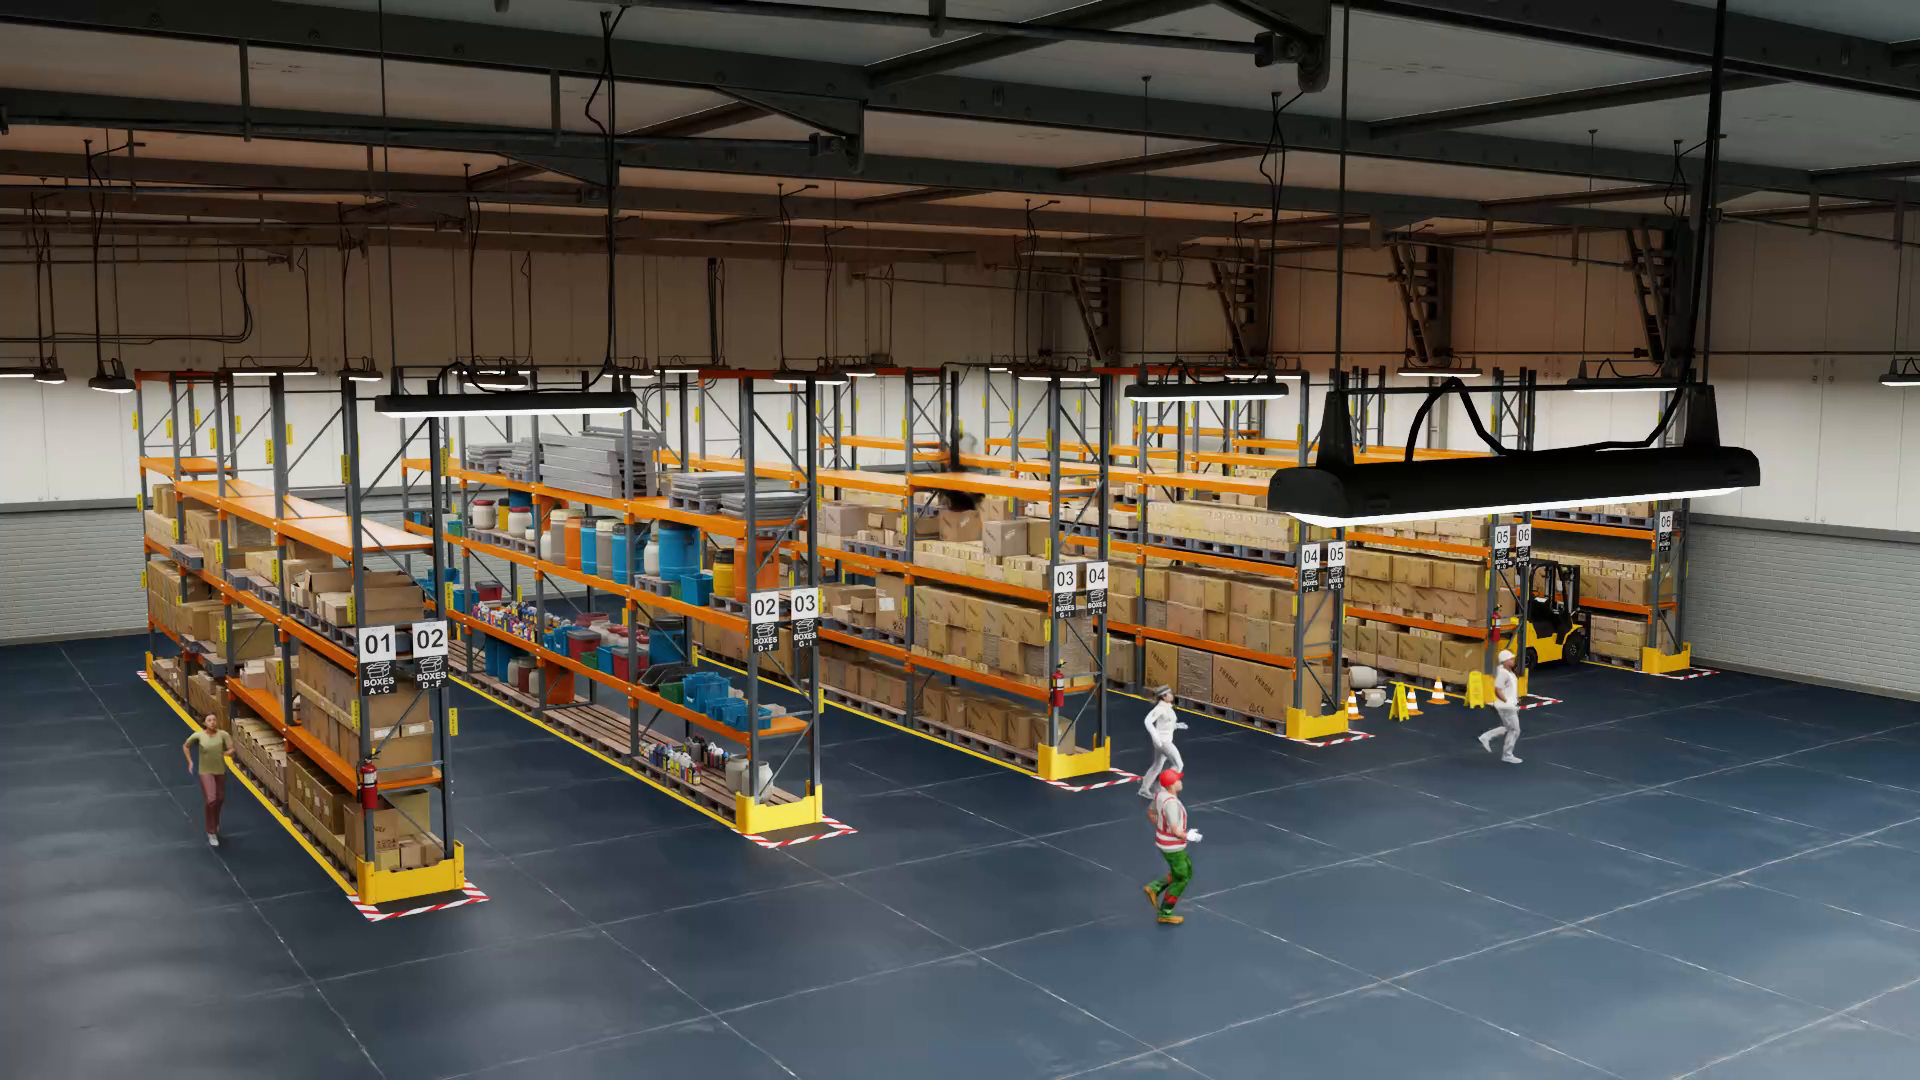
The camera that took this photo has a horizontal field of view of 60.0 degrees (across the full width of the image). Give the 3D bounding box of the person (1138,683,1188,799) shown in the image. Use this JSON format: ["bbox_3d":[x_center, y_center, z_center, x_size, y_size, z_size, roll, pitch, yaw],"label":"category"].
[{"bbox_3d":[2.862,2.832,23.417,0.682,1.665,0.591,1,7,10],"label":"person"}]

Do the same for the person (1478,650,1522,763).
[{"bbox_3d":[8.389,2.569,25.749,0.664,1.758,0.659,2,7,16],"label":"person"}]

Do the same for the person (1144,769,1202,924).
[{"bbox_3d":[2.380,3.391,18.450,0.559,1.742,0.652,-1,7,-8],"label":"person"}]

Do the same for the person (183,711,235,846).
[{"bbox_3d":[-9.718,3.067,21.608,0.550,1.728,0.742,-6,9,-42],"label":"person"}]
